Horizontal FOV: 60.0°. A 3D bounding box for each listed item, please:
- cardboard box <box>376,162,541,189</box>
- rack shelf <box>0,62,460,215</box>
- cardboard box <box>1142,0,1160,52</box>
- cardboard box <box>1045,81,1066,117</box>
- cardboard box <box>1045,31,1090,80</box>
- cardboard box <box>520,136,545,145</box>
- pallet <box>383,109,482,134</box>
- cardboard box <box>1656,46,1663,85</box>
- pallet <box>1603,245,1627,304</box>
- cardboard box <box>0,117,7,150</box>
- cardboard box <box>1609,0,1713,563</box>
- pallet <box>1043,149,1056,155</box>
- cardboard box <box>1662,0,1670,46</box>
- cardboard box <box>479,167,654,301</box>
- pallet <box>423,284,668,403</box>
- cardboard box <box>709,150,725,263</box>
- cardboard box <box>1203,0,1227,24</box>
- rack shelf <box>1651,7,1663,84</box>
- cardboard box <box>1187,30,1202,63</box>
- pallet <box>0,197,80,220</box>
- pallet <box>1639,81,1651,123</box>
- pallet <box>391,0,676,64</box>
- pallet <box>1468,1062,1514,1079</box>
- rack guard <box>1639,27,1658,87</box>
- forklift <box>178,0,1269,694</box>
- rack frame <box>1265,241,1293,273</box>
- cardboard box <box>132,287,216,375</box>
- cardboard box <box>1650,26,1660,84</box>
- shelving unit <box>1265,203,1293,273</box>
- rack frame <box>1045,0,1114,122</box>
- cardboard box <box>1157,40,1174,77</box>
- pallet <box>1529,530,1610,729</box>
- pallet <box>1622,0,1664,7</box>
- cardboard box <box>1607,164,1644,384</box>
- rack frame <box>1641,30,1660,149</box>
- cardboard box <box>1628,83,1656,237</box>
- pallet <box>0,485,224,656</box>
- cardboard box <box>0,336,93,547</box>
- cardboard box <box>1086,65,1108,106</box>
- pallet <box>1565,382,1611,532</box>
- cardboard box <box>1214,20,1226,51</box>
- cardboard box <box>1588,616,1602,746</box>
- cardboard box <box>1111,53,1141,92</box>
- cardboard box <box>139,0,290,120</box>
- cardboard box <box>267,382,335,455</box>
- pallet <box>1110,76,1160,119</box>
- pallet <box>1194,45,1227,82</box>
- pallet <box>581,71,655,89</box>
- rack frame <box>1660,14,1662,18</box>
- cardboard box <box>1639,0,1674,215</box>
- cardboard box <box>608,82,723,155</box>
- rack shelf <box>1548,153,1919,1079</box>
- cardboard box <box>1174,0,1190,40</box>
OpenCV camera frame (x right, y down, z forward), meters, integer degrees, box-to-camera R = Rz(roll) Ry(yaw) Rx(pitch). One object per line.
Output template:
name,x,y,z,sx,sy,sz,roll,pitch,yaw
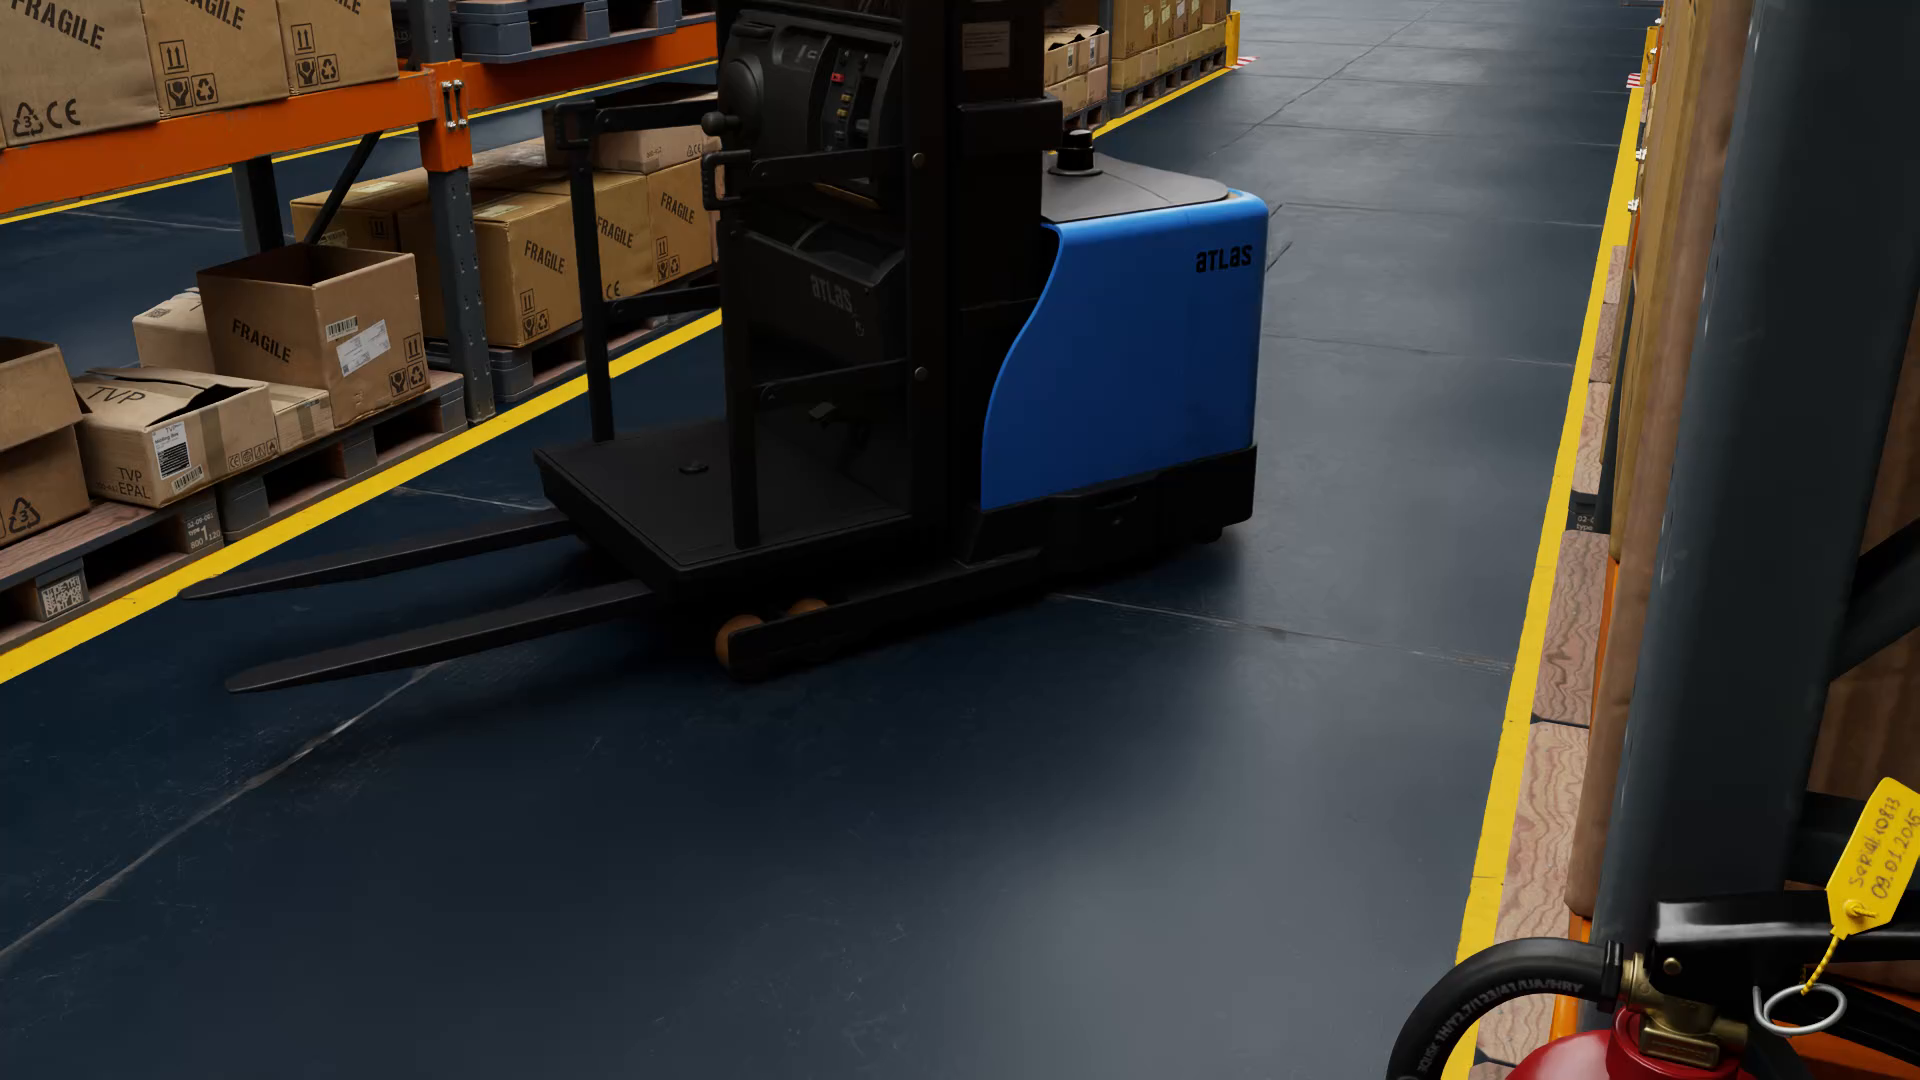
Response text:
cardboard box,-2.157,-1.350,7.264,0.500,0.500,0.500,9,24,20
rack shelf,-3.009,-0.860,4.350,1.077,0.370,4.000,9,24,20
cardboard box,1.347,-4.343,13.804,0.500,0.500,0.500,9,24,20
cardboard box,0.441,-3.142,11.902,0.500,0.250,0.500,9,24,21
cardboard box,0.634,-3.581,12.227,0.500,0.311,0.500,9,24,22
cardboard box,-1.784,-1.712,8.130,0.500,0.500,0.500,8,24,18
pallet,-4.599,-3.469,13.282,1.003,0.211,1.213,9,24,20
cardboard box,2.451,-1.537,5.339,0.380,0.149,0.250,9,24,20
pallet,3.458,-1.073,7.545,1.003,0.211,1.213,9,24,20
cardboard box,-2.779,-1.187,4.069,0.500,0.500,0.500,9,24,21
cardboard box,1.289,-0.353,1.813,0.980,0.700,0.700,9,24,20
pallet,0.016,-2.776,11.623,1.003,0.211,1.213,9,24,20
cardboard box,2.452,-1.778,5.072,0.500,0.500,0.500,9,24,20
cardboard box,-1.672,-1.288,7.114,0.500,0.500,0.500,9,24,21
pallet,-1.999,-0.917,7.172,1.003,0.211,1.213,9,24,20
cardboard box,-1.291,-1.646,7.972,0.500,0.500,0.500,8,24,18
cardboard box,2.268,-5.238,15.949,0.500,0.500,0.500,9,24,20
rack shelf,4.563,-3.015,9.509,1.077,0.370,4.000,9,24,20
cardboard box,1.908,-4.533,15.232,0.500,0.250,0.500,9,24,20
pallet,-6.087,-2.040,9.859,1.003,0.211,1.213,9,24,20
pallet,5.974,-3.459,13.258,1.003,0.211,1.213,9,24,20
pallet,-1.868,-2.089,6.609,1.003,0.211,1.213,9,24,20
pallet,1.073,1.221,2.053,1.003,0.211,1.213,9,24,20
rack guard,6.764,-4.313,14.928,1.175,0.500,0.348,9,24,20
forklift,-0.591,-1.219,4.365,3.031,2.935,1.130,-14,26,-30
rack frame,0.846,-0.799,6.400,0.240,0.006,1.200,22,60,42
cardboard box,-2.623,-0.751,6.073,0.500,0.311,0.500,9,24,20
cardboard box,5.921,-3.849,13.246,0.700,0.500,0.500,7,24,17
shelving unit,0.814,-0.862,6.341,0.258,0.189,1.200,22,60,42
rack frame,0.705,-4.770,12.779,1.000,3.000,0.127,9,24,20
cardboard box,1.540,-4.174,14.374,0.500,0.250,0.500,9,24,20
pallet,1.979,0.348,4.143,1.003,0.211,1.213,9,24,20
pallet,3.986,-2.813,8.341,1.213,0.211,1.003,9,24,20
cardboard box,2.783,-0.971,5.928,0.750,0.750,0.750,10,24,22
rack frame,5.306,-4.062,11.084,1.000,3.000,0.127,9,24,20
cardboard box,3.425,-1.589,7.406,0.750,0.750,0.750,8,24,19
pallet,-2.974,0.063,4.826,1.003,0.211,1.213,9,24,20
cardboard box,-2.959,-0.286,4.710,0.797,0.503,0.637,9,24,20
cardboard box,0.821,-3.505,12.773,0.500,0.250,0.500,9,24,20
pallet,2.551,-0.200,5.455,1.003,0.211,1.213,9,24,20
cardboard box,2.266,-4.893,16.094,0.500,0.250,0.500,9,24,20
cardboard box,1.772,0.192,3.596,0.700,0.500,0.500,9,24,20
cardboard box,1.159,-3.818,13.521,0.500,0.250,0.500,9,24,20
cardboard box,-2.404,-1.553,4.947,0.500,0.500,0.500,9,24,22
cardboard box,-2.298,-0.408,5.462,0.380,0.149,0.250,9,24,20
pallet,1.040,-3.762,13.983,1.003,0.211,1.213,9,24,20
pallet,1.946,-4.635,16.074,1.003,0.211,1.213,9,24,20
pallet,-3.604,-4.429,15.578,1.003,0.211,1.213,9,24,20
rack frame,6.792,-5.494,14.511,1.000,3.000,0.127,9,24,20
cardboard box,1.842,-0.886,3.090,0.980,0.700,0.700,8,24,19
cardboard box,-1.303,-1.979,7.795,0.500,0.250,0.500,8,24,19
rack shelf,1.592,-0.152,2.656,1.077,0.370,4.000,9,24,20
cardboard box,1.724,-4.700,14.659,0.500,0.500,0.500,9,24,20
